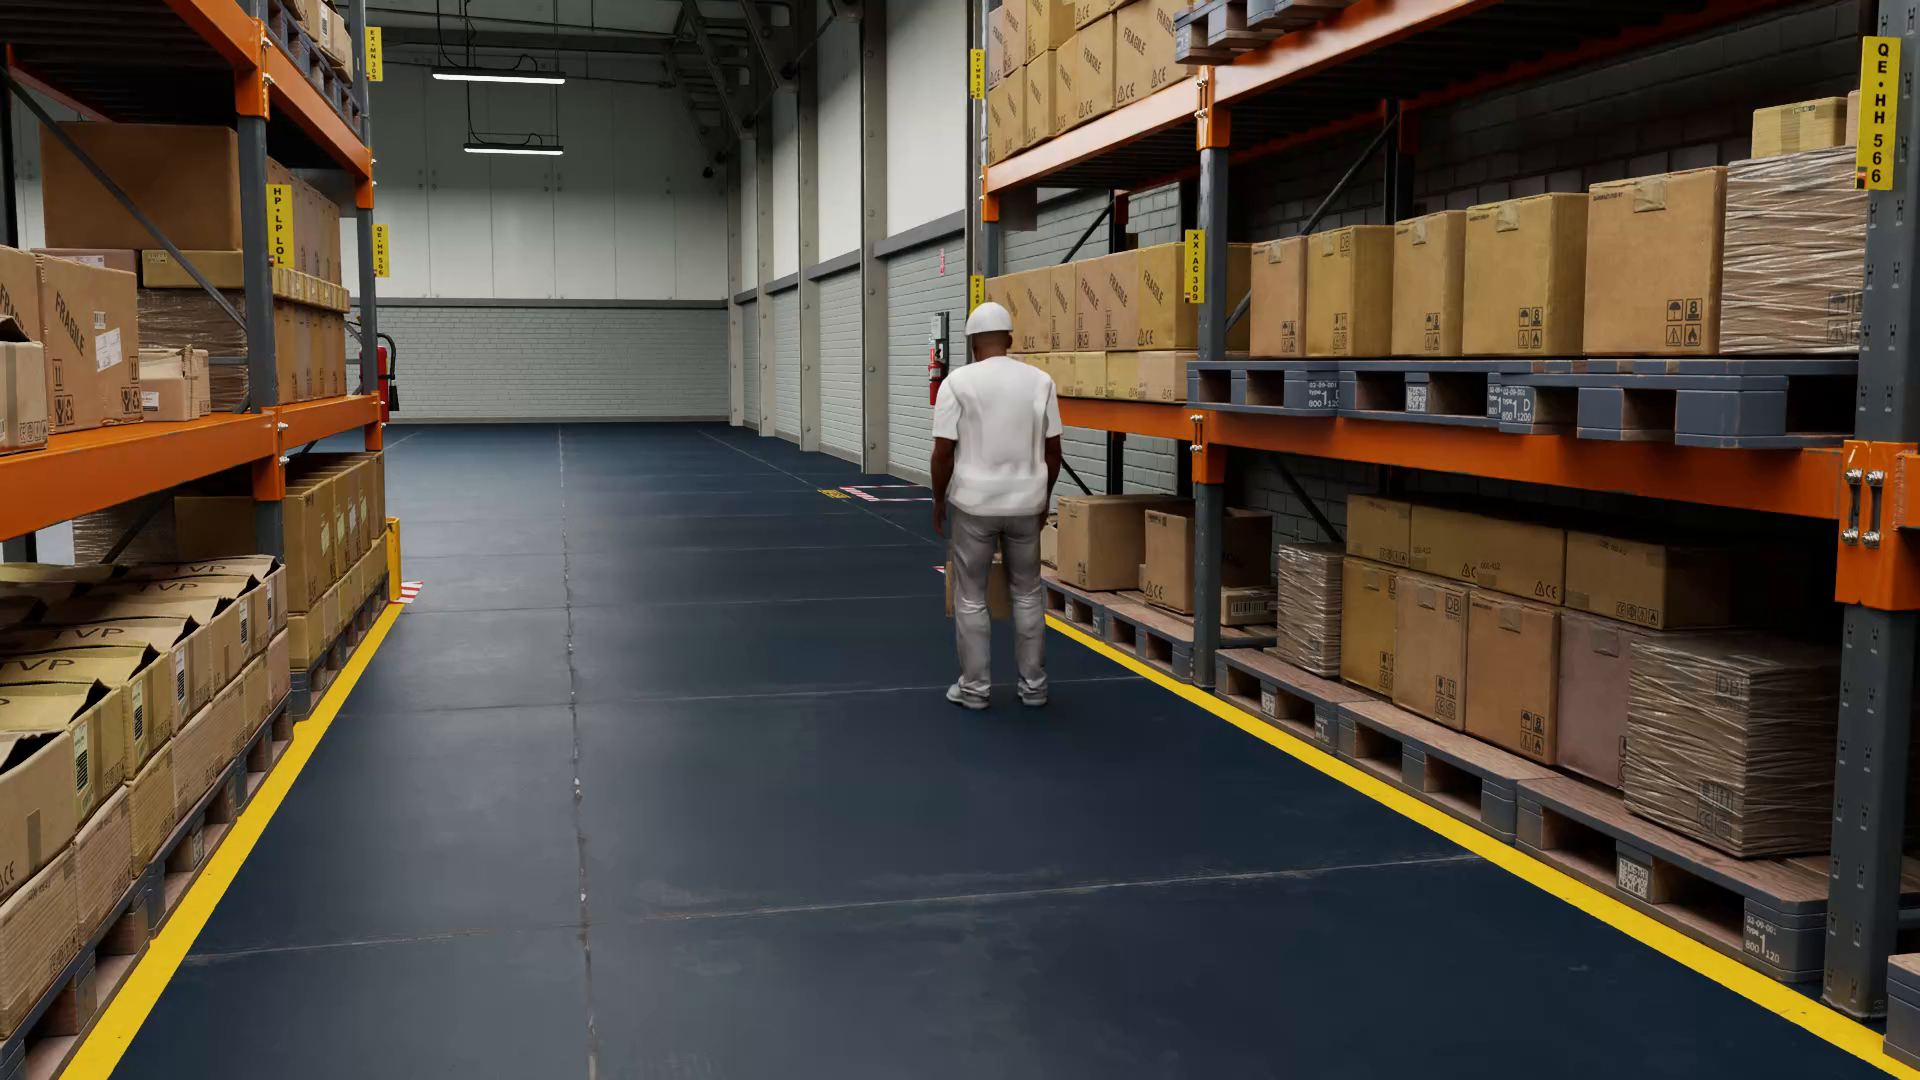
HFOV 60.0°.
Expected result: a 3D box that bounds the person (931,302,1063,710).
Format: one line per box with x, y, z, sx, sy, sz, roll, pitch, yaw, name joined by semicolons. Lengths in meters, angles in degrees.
0.156;-0.150;7.260;0.592;1.764;0.430;-2;6;-15;person
